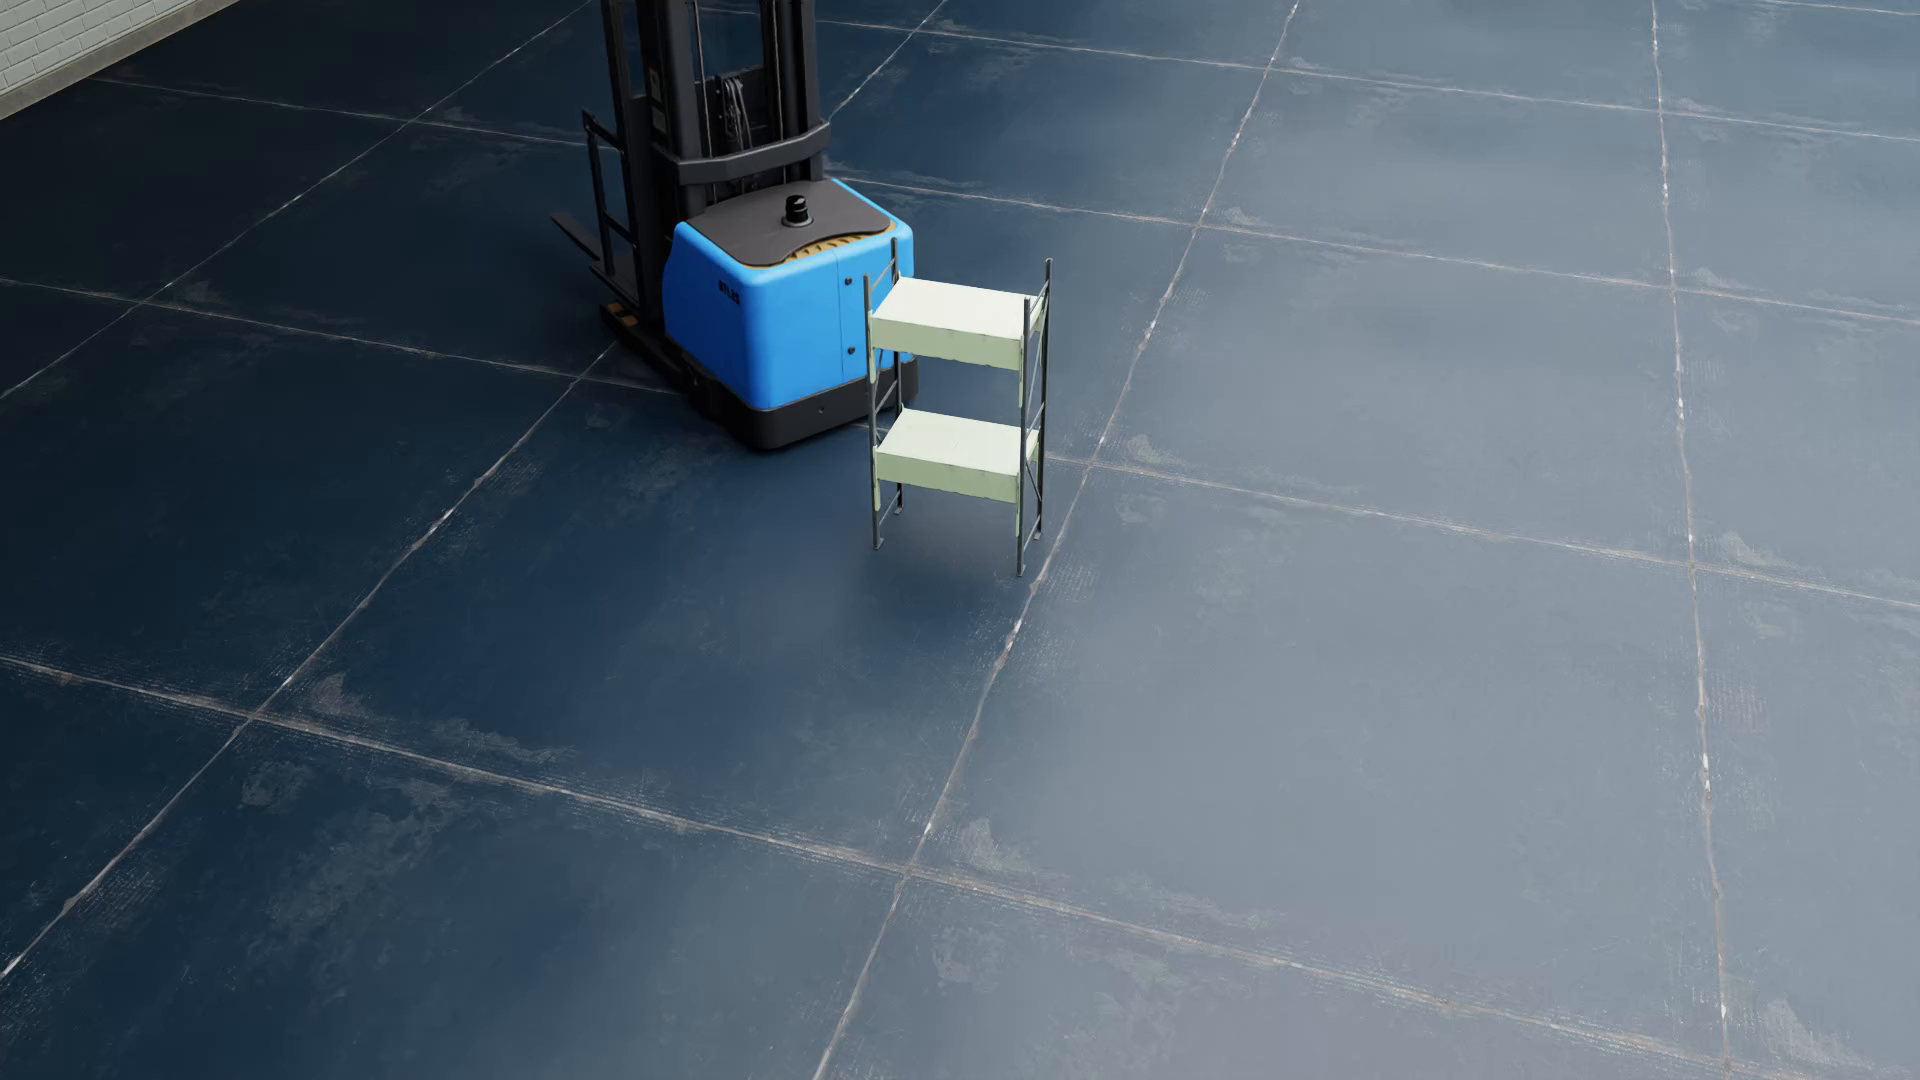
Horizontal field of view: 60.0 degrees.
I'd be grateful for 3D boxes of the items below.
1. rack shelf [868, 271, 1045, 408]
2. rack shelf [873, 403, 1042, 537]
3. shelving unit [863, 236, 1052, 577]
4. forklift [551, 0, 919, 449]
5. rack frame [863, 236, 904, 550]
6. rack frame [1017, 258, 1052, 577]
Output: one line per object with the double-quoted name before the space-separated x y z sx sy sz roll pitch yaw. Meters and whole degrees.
"rack shelf" -0.006 -0.919 7.576 0.720 0.370 0.431 10 38 14
"rack shelf" -0.006 -0.343 8.000 0.720 0.370 0.431 10 38 14
"shelving unit" -0.006 -0.605 7.807 0.755 1.500 0.431 10 38 14
"forklift" -1.493 -2.488 9.158 1.130 2.935 3.031 -23 42 -28
"rack frame" -0.356 -0.670 7.895 0.023 1.500 0.400 10 38 14
"rack frame" 0.343 -0.541 7.719 0.023 1.500 0.400 10 38 14
